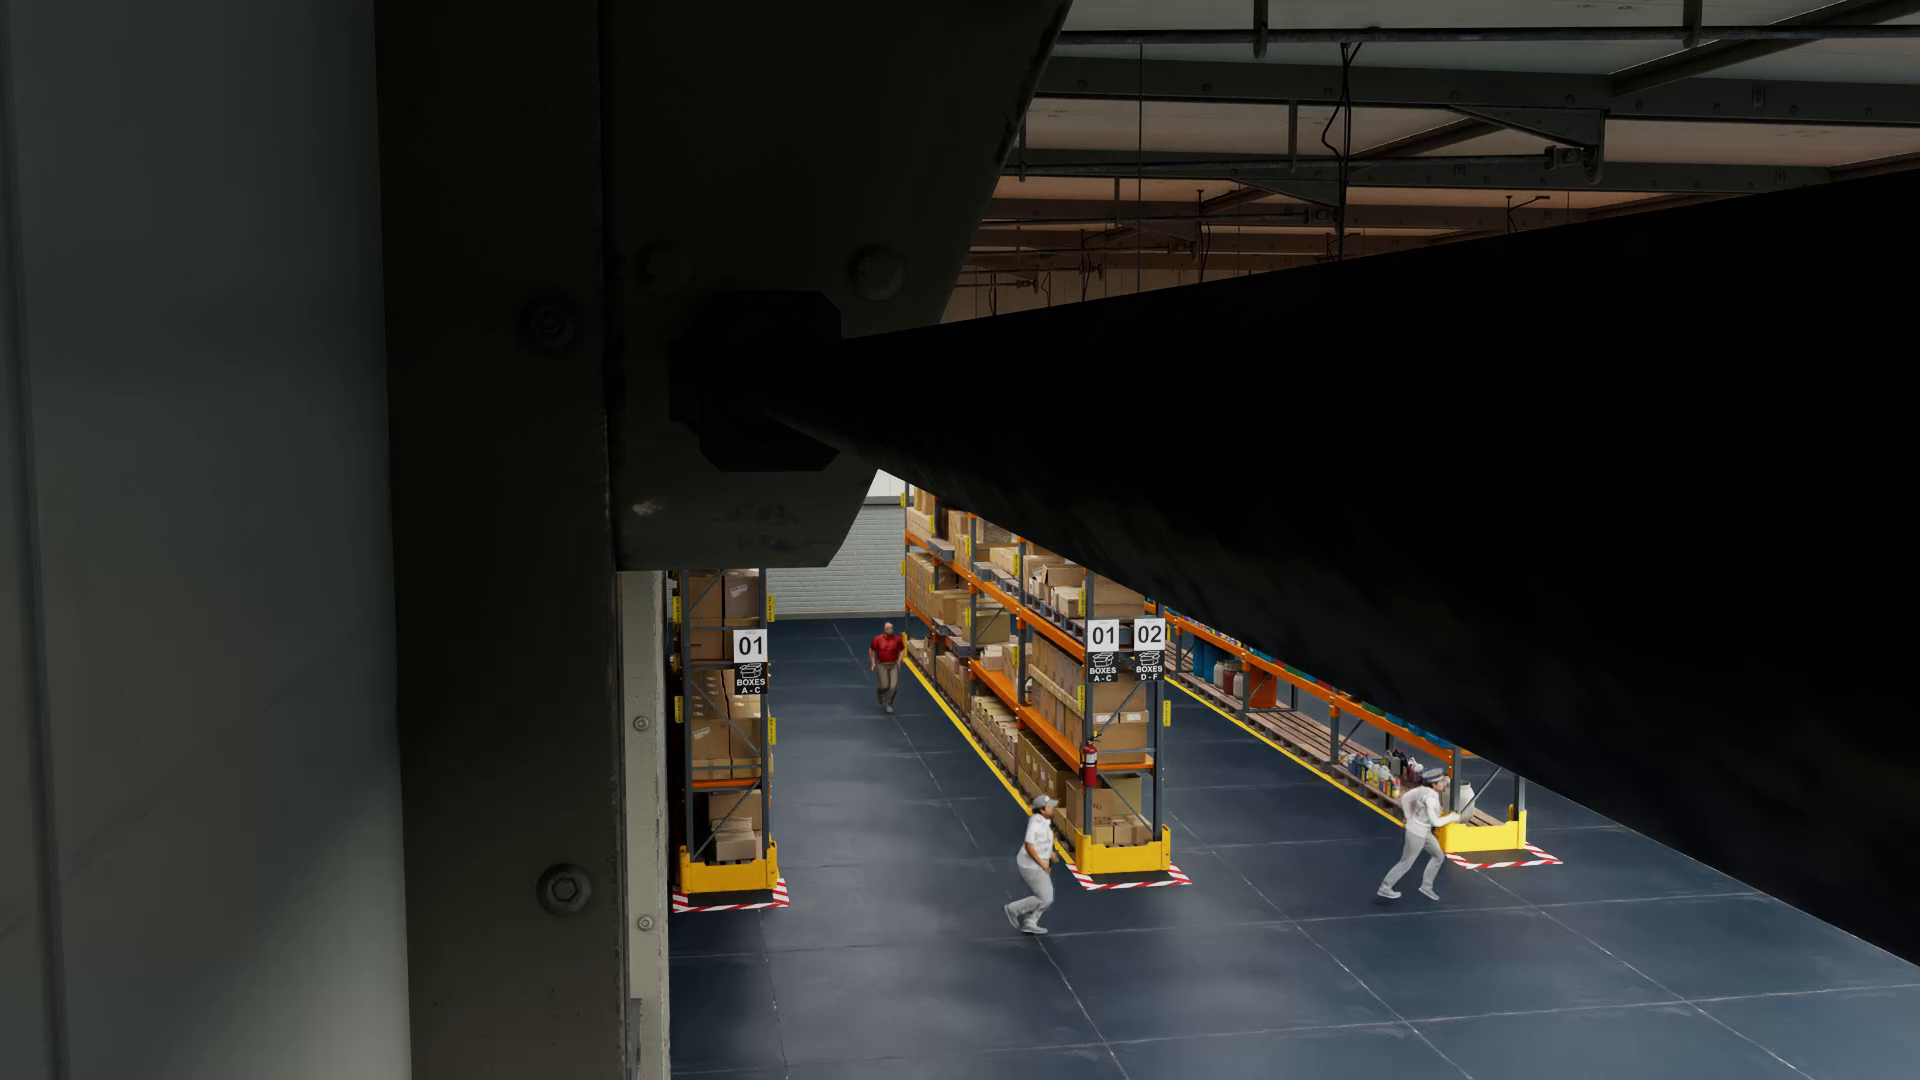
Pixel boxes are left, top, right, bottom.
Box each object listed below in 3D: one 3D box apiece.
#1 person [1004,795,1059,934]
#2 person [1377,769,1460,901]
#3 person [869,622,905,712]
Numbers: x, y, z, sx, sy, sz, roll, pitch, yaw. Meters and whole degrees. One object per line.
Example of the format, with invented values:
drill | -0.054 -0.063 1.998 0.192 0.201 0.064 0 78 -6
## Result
person | 0.800 3.623 18.561 0.596 1.588 0.606 1 6 7
person | 5.408 3.484 19.593 0.921 1.631 0.536 1 6 13
person | -1.325 2.337 30.567 0.659 1.673 0.582 -1 6 -12
